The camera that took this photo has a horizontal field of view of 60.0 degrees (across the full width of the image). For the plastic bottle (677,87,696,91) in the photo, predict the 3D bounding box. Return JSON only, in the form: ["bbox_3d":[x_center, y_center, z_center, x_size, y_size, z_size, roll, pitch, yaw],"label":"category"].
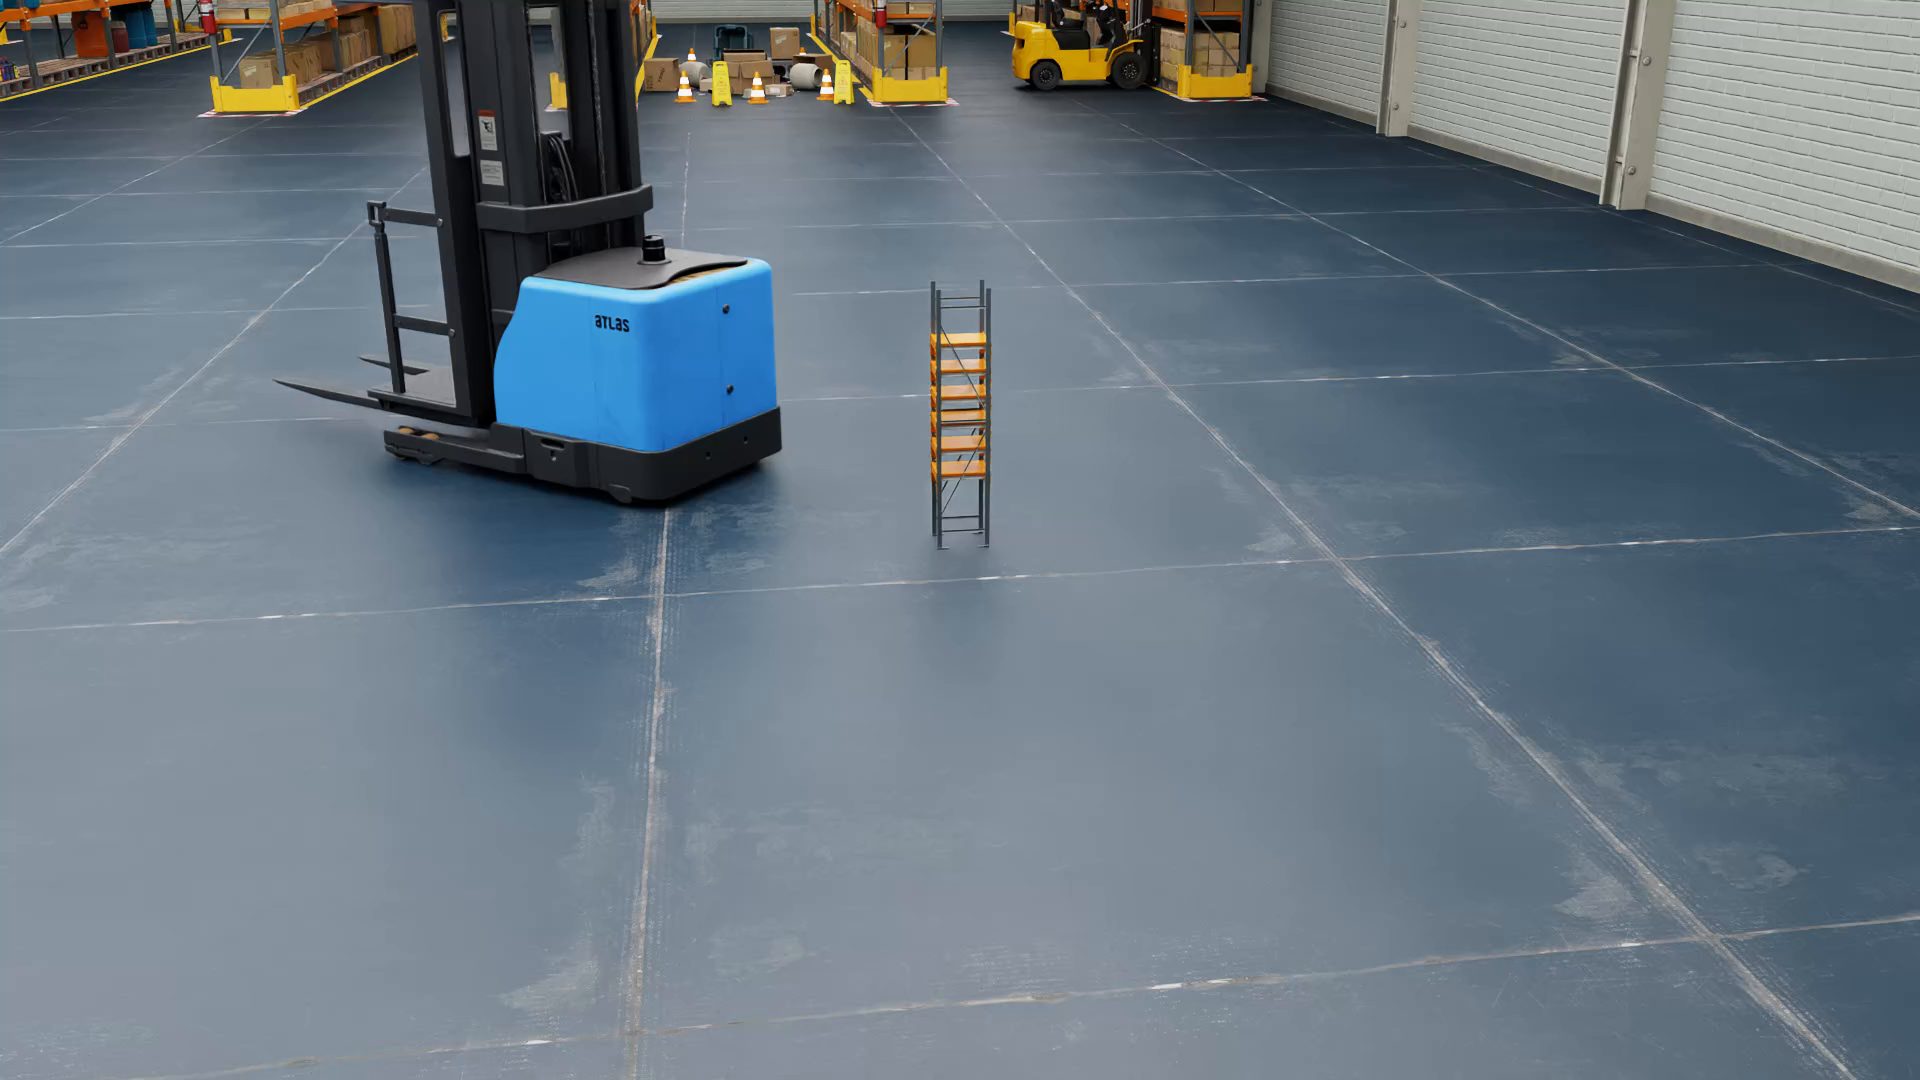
[{"bbox_3d":[-4.575,-7.543,27.825,0.283,0.061,0.133,-11,23,-26],"label":"plastic bottle"}]

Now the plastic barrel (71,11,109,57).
[{"bbox_3d":[-16.730,-9.740,32.008,0.600,0.830,0.708,-3,21,-8],"label":"plastic barrel"}]

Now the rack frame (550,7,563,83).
[{"bbox_3d":[-5.666,-8.086,25.080,1.000,3.000,0.127,-3,21,-8],"label":"rack frame"}]

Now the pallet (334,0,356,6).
[{"bbox_3d":[-11.131,-9.438,28.973,1.003,0.211,1.213,-3,21,-8],"label":"pallet"}]

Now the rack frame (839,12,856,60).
[{"bbox_3d":[-1.935,-11.141,33.258,1.000,3.000,0.127,-3,21,-8],"label":"rack frame"}]

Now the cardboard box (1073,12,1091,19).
[{"bbox_3d":[2.584,-10.973,34.854,0.380,0.149,0.250,-4,21,-11],"label":"cardboard box"}]

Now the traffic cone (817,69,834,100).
[{"bbox_3d":[-2.121,-7.266,26.510,0.336,0.463,0.334,-3,21,-8],"label":"traffic cone"}]

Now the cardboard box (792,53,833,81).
[{"bbox_3d":[-2.551,-8.146,28.810,0.500,0.500,0.500,12,24,29],"label":"cardboard box"}]

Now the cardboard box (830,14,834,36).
[{"bbox_3d":[-2.496,-11.745,37.937,0.875,0.438,0.875,-3,21,-9],"label":"cardboard box"}]

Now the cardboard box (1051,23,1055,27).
[{"bbox_3d":[2.333,-11.440,37.032,0.500,0.500,0.500,-3,21,-8],"label":"cardboard box"}]

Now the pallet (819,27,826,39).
[{"bbox_3d":[-2.896,-12.331,40.431,1.003,0.211,1.213,-3,21,-8],"label":"pallet"}]

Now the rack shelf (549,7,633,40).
[{"bbox_3d":[-5.954,-8.442,27.059,1.077,0.370,4.000,-3,21,-8],"label":"rack shelf"}]

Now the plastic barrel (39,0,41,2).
[{"bbox_3d":[-15.987,-9.412,28.435,0.433,0.535,0.433,0,20,0],"label":"plastic barrel"}]

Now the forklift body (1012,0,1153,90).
[{"bbox_3d":[2.051,-8.790,28.175,2.313,2.155,1.214,-3,21,-8],"label":"forklift body"}]

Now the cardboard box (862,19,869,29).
[{"bbox_3d":[-1.465,-8.785,28.280,0.380,0.149,0.250,-2,21,-5],"label":"cardboard box"}]

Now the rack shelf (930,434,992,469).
[{"bbox_3d":[0.002,-0.403,7.550,0.258,0.103,0.180,-3,21,-8],"label":"rack shelf"}]

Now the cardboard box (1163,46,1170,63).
[{"bbox_3d":[3.688,-8.092,27.711,0.500,0.250,0.500,-3,21,-8],"label":"cardboard box"}]

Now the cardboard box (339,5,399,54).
[{"bbox_3d":[-11.821,-10.082,32.860,1.225,0.875,0.875,-4,21,-10],"label":"cardboard box"}]

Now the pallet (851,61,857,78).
[{"bbox_3d":[-1.472,-8.719,30.759,1.003,0.211,1.213,-3,21,-8],"label":"pallet"}]

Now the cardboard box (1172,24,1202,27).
[{"bbox_3d":[3.962,-8.873,29.088,0.500,0.250,0.500,-3,21,-7],"label":"cardboard box"}]

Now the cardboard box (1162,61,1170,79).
[{"bbox_3d":[3.687,-7.851,27.778,0.500,0.250,0.500,-3,21,-8],"label":"cardboard box"}]

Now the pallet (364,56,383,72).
[{"bbox_3d":[-11.631,-9.064,31.683,1.003,0.211,1.213,-3,21,-8],"label":"pallet"}]

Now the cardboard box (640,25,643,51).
[{"bbox_3d":[-6.669,-10.140,33.550,0.500,0.500,0.500,-4,21,-10],"label":"cardboard box"}]

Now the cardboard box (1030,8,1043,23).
[{"bbox_3d":[2.052,-12.314,39.372,0.700,0.500,0.500,-4,21,-10],"label":"cardboard box"}]

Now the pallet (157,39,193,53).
[{"bbox_3d":[-17.364,-10.722,36.123,1.003,0.211,1.213,-3,21,-8],"label":"pallet"}]

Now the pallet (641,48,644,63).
[{"bbox_3d":[-6.930,-9.821,33.708,1.003,0.211,1.213,-3,21,-8],"label":"pallet"}]

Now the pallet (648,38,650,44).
[{"bbox_3d":[-7.707,-11.589,38.443,1.003,0.211,1.213,-3,21,-8],"label":"pallet"}]

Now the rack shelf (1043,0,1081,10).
[{"bbox_3d":[2.688,-11.748,35.911,1.077,0.370,4.000,-3,21,-8],"label":"rack shelf"}]

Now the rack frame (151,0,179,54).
[{"bbox_3d":[-17.220,-11.776,34.959,1.000,3.000,0.127,-3,21,-8],"label":"rack frame"}]

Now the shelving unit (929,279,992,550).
[{"bbox_3d":[0.002,-0.557,7.493,0.258,1.200,0.189,-3,21,-8],"label":"shelving unit"}]

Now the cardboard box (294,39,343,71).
[{"bbox_3d":[-11.232,-8.505,29.144,0.700,0.500,0.500,-5,21,-12],"label":"cardboard box"}]

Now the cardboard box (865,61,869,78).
[{"bbox_3d":[-1.313,-7.907,27.928,0.500,0.250,0.500,-4,21,-10],"label":"cardboard box"}]

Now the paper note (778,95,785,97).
[{"bbox_3d":[-2.888,-7.207,26.969,0.148,0.019,0.142,-11,23,-26],"label":"paper note"}]

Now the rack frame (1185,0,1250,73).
[{"bbox_3d":[4.129,-8.623,26.515,1.000,3.000,0.127,-3,21,-8],"label":"rack frame"}]

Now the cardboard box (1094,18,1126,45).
[{"bbox_3d":[3.154,-10.034,33.089,0.875,0.625,0.625,-2,21,-6],"label":"cardboard box"}]

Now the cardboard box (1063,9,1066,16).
[{"bbox_3d":[2.438,-11.520,36.319,0.380,0.149,0.250,-2,21,-6],"label":"cardboard box"}]

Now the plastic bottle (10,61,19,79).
[{"bbox_3d":[-15.671,-7.790,27.539,0.061,0.283,0.133,-2,21,-5],"label":"plastic bottle"}]

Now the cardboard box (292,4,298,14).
[{"bbox_3d":[-10.581,-8.297,26.002,0.380,0.149,0.250,-3,21,-8],"label":"cardboard box"}]

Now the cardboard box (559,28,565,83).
[{"bbox_3d":[-5.829,-7.519,25.997,0.875,0.875,0.875,-3,21,-7],"label":"cardboard box"}]

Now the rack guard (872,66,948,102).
[{"bbox_3d":[-0.793,-7.226,26.349,1.175,0.500,0.348,-3,21,-8],"label":"rack guard"}]

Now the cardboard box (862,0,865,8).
[{"bbox_3d":[-1.456,-9.070,28.071,0.380,0.149,0.250,-3,21,-7],"label":"cardboard box"}]

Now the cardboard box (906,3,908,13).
[{"bbox_3d":[-0.677,-8.468,26.461,0.380,0.149,0.250,-3,21,-7],"label":"cardboard box"}]

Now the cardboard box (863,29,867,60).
[{"bbox_3d":[-1.379,-8.434,28.267,0.500,0.500,0.500,-2,21,-5],"label":"cardboard box"}]

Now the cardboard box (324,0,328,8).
[{"bbox_3d":[-10.817,-8.992,27.863,0.380,0.149,0.250,-3,21,-8],"label":"cardboard box"}]

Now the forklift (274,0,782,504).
[{"bbox_3d":[-2.471,-1.913,8.649,3.031,2.935,1.130,12,24,29],"label":"forklift"}]

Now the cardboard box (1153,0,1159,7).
[{"bbox_3d":[3.575,-9.358,28.340,0.500,0.500,0.500,-3,21,-7],"label":"cardboard box"}]

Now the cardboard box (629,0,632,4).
[{"bbox_3d":[-6.052,-9.714,29.294,0.500,0.500,0.500,-3,21,-7],"label":"cardboard box"}]

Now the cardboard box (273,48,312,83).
[{"bbox_3d":[-10.890,-7.732,27.104,0.500,0.500,0.500,-5,21,-13],"label":"cardboard box"}]

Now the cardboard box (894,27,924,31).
[{"bbox_3d":[-0.858,-8.472,28.370,0.500,0.500,0.500,-2,21,-5],"label":"cardboard box"}]

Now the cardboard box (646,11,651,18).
[{"bbox_3d":[-7.503,-12.422,39.313,0.380,0.149,0.250,-3,21,-9],"label":"cardboard box"}]

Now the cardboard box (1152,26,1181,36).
[{"bbox_3d":[3.527,-8.670,28.543,0.500,0.250,0.500,-3,21,-9],"label":"cardboard box"}]

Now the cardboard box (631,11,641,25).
[{"bbox_3d":[-6.679,-10.484,33.400,0.500,0.250,0.500,-4,21,-10],"label":"cardboard box"}]

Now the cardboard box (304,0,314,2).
[{"bbox_3d":[-10.953,-8.940,26.798,0.875,0.500,0.500,-3,21,-8],"label":"cardboard box"}]

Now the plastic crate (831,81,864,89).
[{"bbox_3d":[-1.944,-7.803,28.494,0.402,0.080,0.583,-11,23,-26],"label":"plastic crate"}]

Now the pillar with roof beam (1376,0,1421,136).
[{"bbox_3d":[1.526,-9.425,20.089,9.100,9.000,0.400,-3,21,-8],"label":"pillar with roof beam"}]

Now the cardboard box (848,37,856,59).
[{"bbox_3d":[-1.646,-9.392,31.732,0.950,0.372,0.625,-2,21,-6],"label":"cardboard box"}]

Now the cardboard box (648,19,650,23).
[{"bbox_3d":[-7.450,-12.100,38.874,0.380,0.149,0.250,-3,21,-7],"label":"cardboard box"}]

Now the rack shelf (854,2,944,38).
[{"bbox_3d":[-1.070,-8.726,27.822,1.077,0.370,4.000,-3,21,-8],"label":"rack shelf"}]
